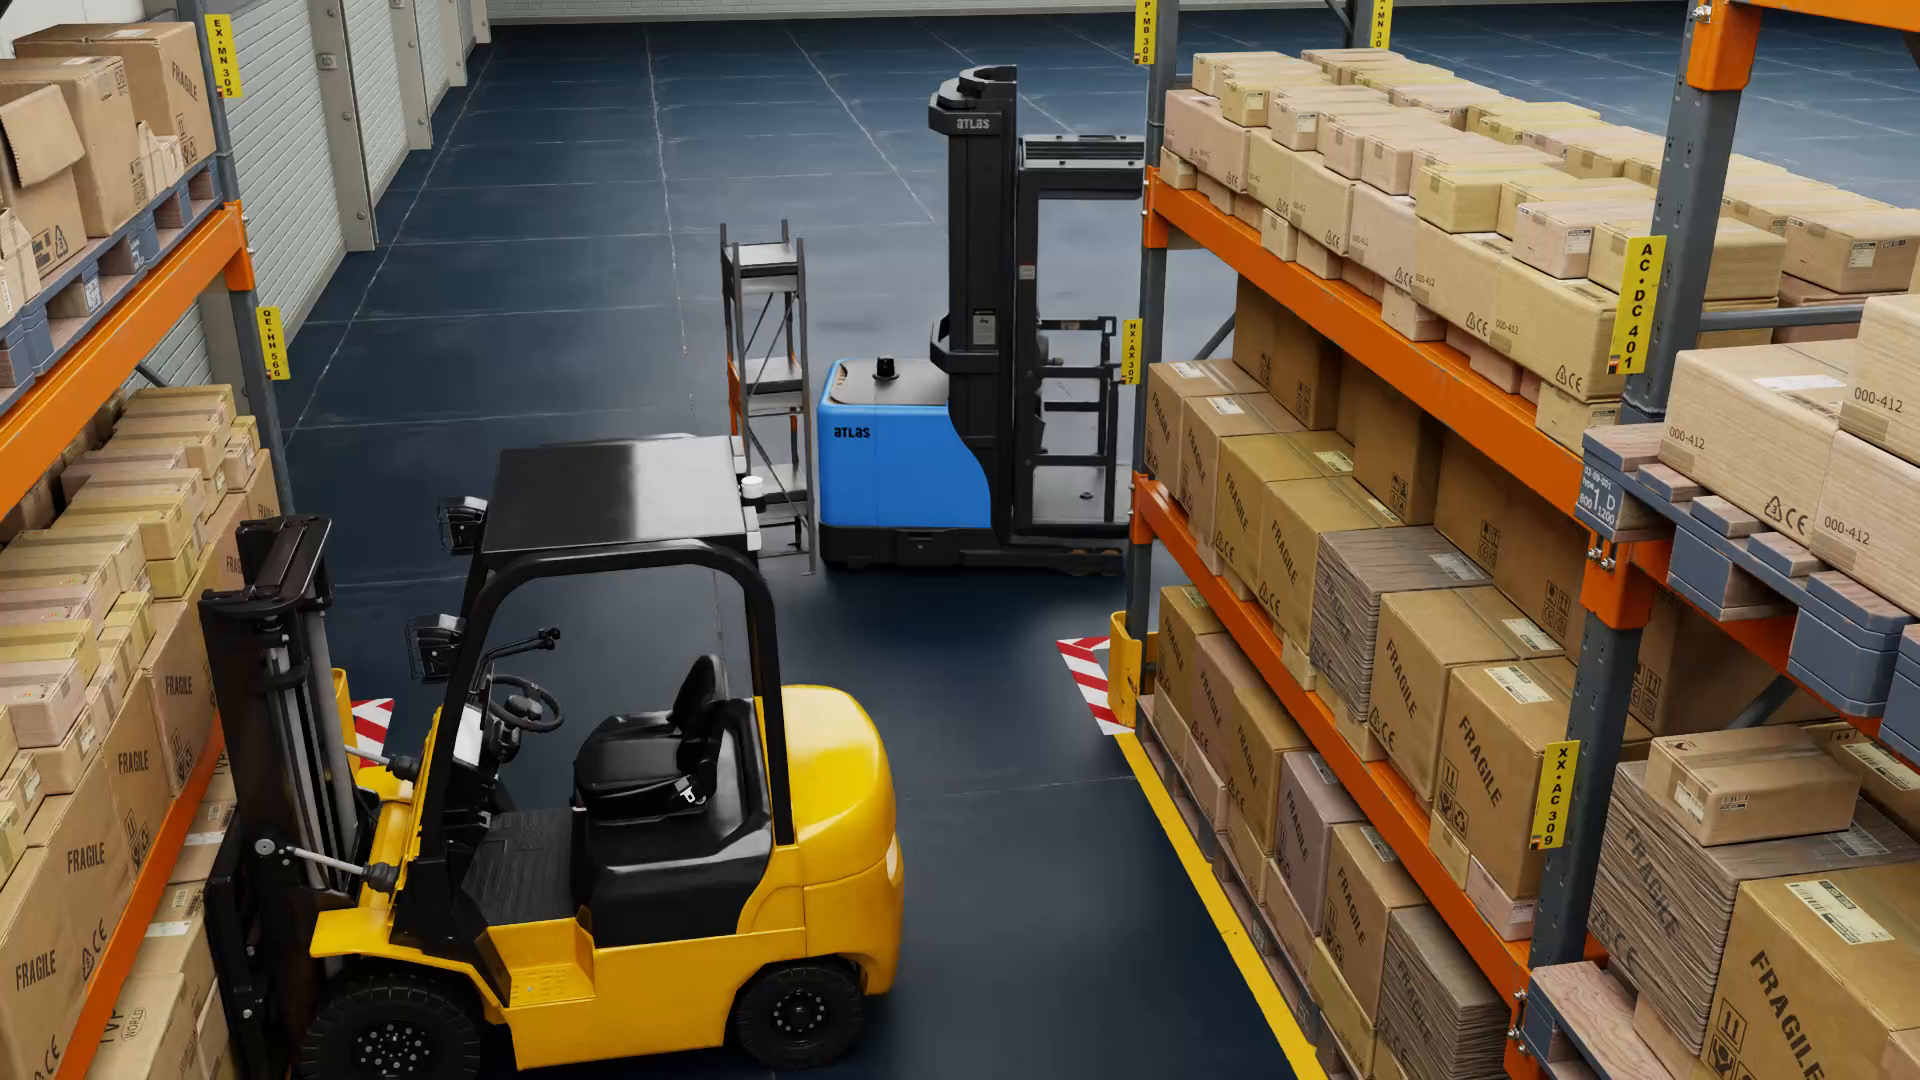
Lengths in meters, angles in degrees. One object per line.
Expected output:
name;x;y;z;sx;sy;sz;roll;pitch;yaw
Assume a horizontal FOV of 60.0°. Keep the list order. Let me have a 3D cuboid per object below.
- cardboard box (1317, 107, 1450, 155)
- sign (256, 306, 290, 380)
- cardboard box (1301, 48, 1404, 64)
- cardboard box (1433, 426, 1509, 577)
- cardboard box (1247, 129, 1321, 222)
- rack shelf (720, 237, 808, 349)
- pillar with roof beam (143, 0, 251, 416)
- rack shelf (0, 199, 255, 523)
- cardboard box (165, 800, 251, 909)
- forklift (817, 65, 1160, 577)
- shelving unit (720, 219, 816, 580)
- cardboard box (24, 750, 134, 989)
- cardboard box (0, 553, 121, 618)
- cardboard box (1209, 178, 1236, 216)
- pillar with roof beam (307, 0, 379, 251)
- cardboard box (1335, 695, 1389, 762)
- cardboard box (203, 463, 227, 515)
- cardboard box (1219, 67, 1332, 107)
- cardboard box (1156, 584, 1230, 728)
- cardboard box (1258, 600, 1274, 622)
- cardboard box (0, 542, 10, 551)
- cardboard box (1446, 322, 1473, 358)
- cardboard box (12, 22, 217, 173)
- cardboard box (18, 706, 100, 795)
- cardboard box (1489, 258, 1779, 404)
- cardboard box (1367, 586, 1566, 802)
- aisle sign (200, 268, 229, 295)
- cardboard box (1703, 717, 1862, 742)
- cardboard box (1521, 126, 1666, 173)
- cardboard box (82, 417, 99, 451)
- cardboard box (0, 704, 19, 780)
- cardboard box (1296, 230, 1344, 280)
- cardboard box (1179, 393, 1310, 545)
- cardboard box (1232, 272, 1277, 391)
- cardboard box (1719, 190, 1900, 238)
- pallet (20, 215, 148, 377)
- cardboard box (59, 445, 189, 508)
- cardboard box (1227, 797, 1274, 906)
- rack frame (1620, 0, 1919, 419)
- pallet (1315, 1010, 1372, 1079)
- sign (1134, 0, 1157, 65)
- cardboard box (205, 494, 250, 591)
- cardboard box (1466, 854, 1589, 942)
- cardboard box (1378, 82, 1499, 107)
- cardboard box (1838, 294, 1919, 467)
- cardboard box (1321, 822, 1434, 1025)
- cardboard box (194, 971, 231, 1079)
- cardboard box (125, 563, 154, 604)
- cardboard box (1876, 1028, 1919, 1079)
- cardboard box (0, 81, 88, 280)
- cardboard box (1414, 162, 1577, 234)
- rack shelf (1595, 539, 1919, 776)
cardboard box;1.476;-1.415;5.813;0.380;0.149;0.250;-4;24;-9
sign;-2.981;-0.851;7.209;0.100;0.325;0.005;-4;24;-10
cardboard box;1.713;-2.060;7.289;0.380;0.149;0.250;-4;24;-9
cardboard box;2.093;-0.204;5.724;0.700;0.500;0.500;-5;24;-11
cardboard box;1.395;-1.371;6.209;0.500;0.250;0.500;-4;24;-8
rack shelf;-1.151;-1.454;9.740;0.431;0.518;0.480;-6;24;-14
pillar with roof beam;-1.153;-5.265;11.561;9.100;9.000;0.400;-4;24;-10
rack shelf;-3.147;-0.436;5.151;1.077;0.370;4.000;-4;24;-10
cardboard box;-2.836;1.188;5.943;0.500;0.250;0.500;-5;24;-11
forklift;0.657;-1.331;10.135;3.031;2.935;1.130;1;24;2
shelving unit;-1.150;-0.825;10.015;0.431;2.100;0.503;-6;24;-14
cardboard box;-2.715;0.953;4.696;0.500;0.500;0.500;-4;24;-9
cardboard box;-2.924;0.172;5.302;0.380;0.149;0.250;-4;24;-10
cardboard box;1.255;-1.448;6.883;0.380;0.149;0.250;-4;24;-8
pillar with roof beam;-2.262;-7.625;16.965;9.100;9.000;0.400;-4;24;-10
cardboard box;1.550;0.639;5.853;0.380;0.149;0.250;-5;24;-11
cardboard box;-3.113;-0.200;6.524;0.380;0.149;0.250;-4;24;-9
cardboard box;1.274;-1.815;6.729;0.380;0.149;0.250;-4;24;-10
cardboard box;1.243;0.525;7.774;0.500;0.500;0.500;-5;24;-12
cardboard box;1.440;0.229;6.793;0.380;0.149;0.250;-3;24;-8
cardboard box;-3.594;0.038;5.980;0.380;0.149;0.250;-4;24;-9
cardboard box;1.710;-0.642;5.038;0.380;0.149;0.250;-5;24;-12
cardboard box;-3.196;-1.680;6.327;0.500;0.500;0.500;-4;24;-8
cardboard box;-2.675;0.603;4.685;0.380;0.149;0.250;-4;24;-9
cardboard box;1.753;-0.569;4.374;0.500;0.250;0.500;-5;24;-10
cardboard box;1.672;0.487;5.391;0.500;0.500;0.500;-4;24;-8
aisle sign;-3.240;-1.416;6.997;0.394;0.787;0.004;-4;24;-10
cardboard box;2.293;0.651;5.014;0.500;0.500;0.500;-4;24;-10
cardboard box;2.068;-1.254;5.443;0.380;0.149;0.250;-5;24;-11
cardboard box;-3.677;-0.400;6.610;0.380;0.149;0.250;-3;24;-8
cardboard box;-2.738;0.573;4.382;0.380;0.149;0.250;-5;24;-11
cardboard box;1.434;-1.043;5.955;0.380;0.149;0.250;-5;24;-11
cardboard box;1.274;-0.318;7.234;0.500;0.500;0.500;-4;24;-8
cardboard box;1.669;-1.002;7.550;0.700;0.500;0.500;-5;24;-11
cardboard box;2.286;-0.846;4.509;0.380;0.149;0.250;-4;24;-8
pallet;-3.183;-0.751;5.083;1.003;0.211;1.213;-4;24;-10
cardboard box;-3.120;-0.232;6.227;0.380;0.149;0.250;-4;24;-9
cardboard box;1.438;1.274;6.995;0.500;0.250;0.500;-3;24;-6
rack frame;2.100;-1.722;3.450;1.000;3.000;0.127;-4;24;-10
pallet;1.941;2.044;5.807;1.003;0.211;1.213;-4;24;-10
sign;0.827;-2.281;7.385;0.100;0.325;0.005;-4;24;-10
cardboard box;-3.081;0.156;6.521;0.500;0.500;0.500;-4;24;-8
cardboard box;1.741;1.038;4.938;0.380;0.149;0.250;-5;24;-10
cardboard box;1.823;-1.656;6.364;0.380;0.149;0.250;-4;24;-10
cardboard box;1.916;-0.245;2.855;0.500;0.250;0.500;-5;24;-11
cardboard box;1.631;1.338;5.912;0.500;0.500;0.500;-4;24;-9
cardboard box;-2.740;1.625;5.568;0.500;0.250;0.500;-5;24;-10
cardboard box;-2.959;0.203;5.602;0.380;0.149;0.250;-4;24;-10
cardboard box;2.076;1.251;3.117;0.500;0.500;0.500;-4;24;-10
cardboard box;-3.034;-1.038;4.853;0.797;0.503;0.637;-4;24;-8
cardboard box;1.566;-1.004;4.871;0.380;0.149;0.250;-4;24;-8
rack shelf;2.470;0.769;2.393;1.077;0.370;4.000;-4;24;-10
